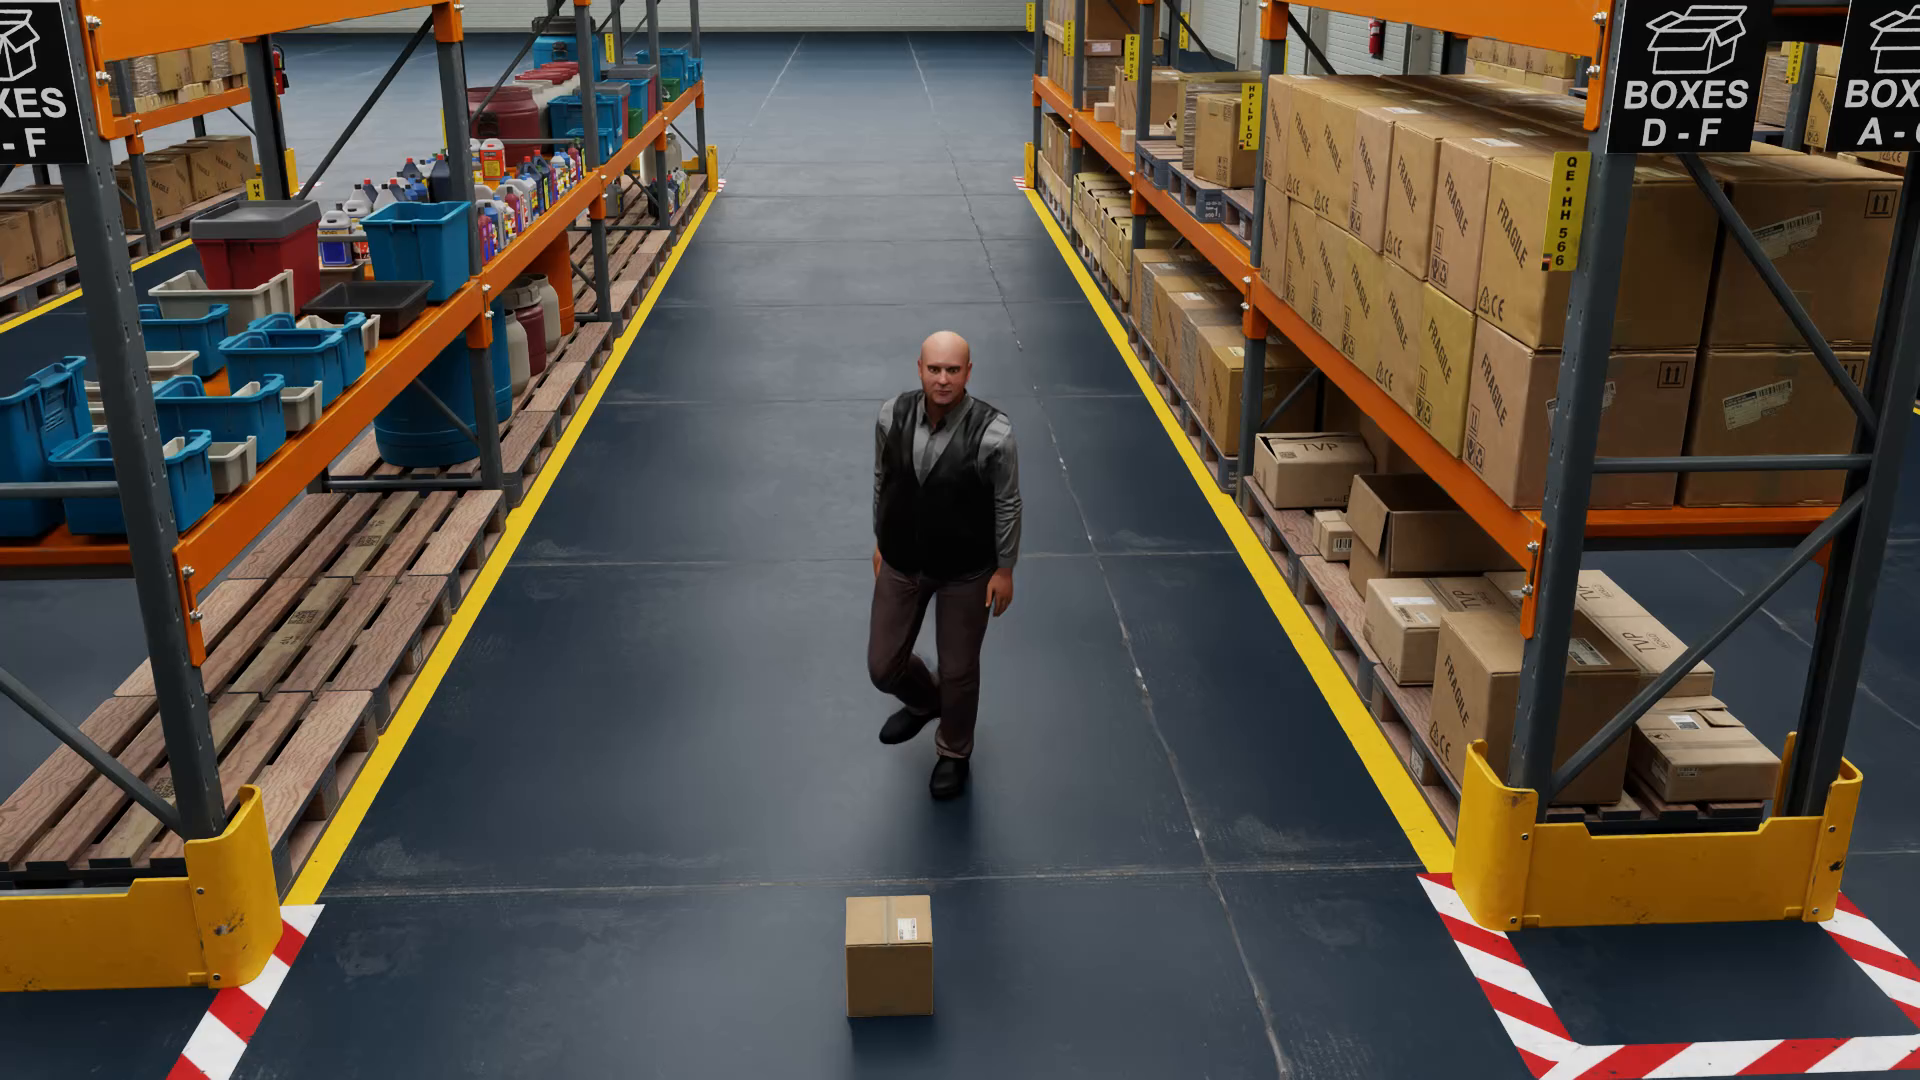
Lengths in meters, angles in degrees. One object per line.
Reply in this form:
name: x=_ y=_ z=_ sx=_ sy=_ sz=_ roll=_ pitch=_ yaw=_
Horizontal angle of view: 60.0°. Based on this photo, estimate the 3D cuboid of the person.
person: x=-0.050 y=0.077 z=5.881 sx=0.579 sy=1.715 sz=0.492 roll=7 pitch=21 yaw=18
